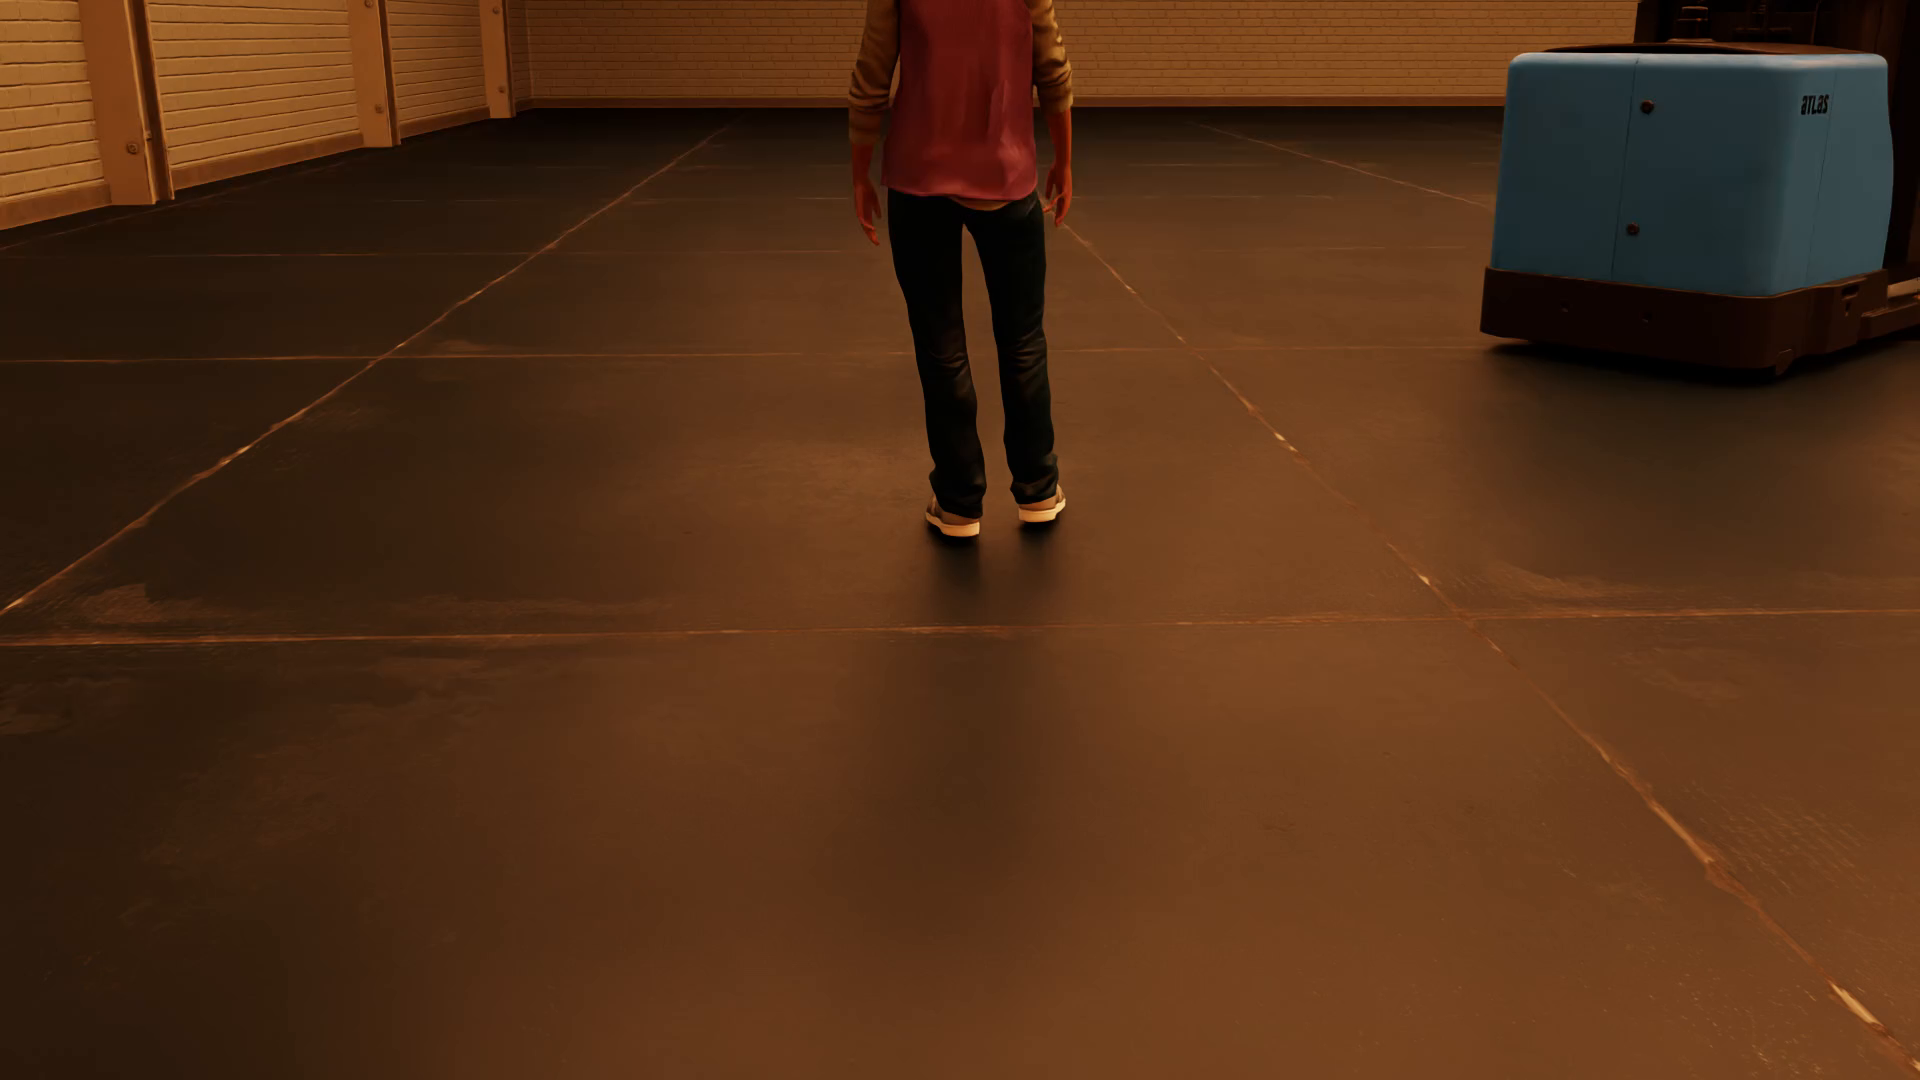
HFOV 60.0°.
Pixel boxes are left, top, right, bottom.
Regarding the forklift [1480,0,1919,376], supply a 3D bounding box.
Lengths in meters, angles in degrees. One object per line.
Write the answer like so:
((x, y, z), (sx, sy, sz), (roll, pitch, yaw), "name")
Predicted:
((3.375, -2.298, 6.420), (3.031, 2.935, 1.130), (-15, 23, -40), "forklift")

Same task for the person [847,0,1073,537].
((0.011, -0.792, 3.753), (0.520, 1.597, 0.476), (-1, 17, -3), "person")
